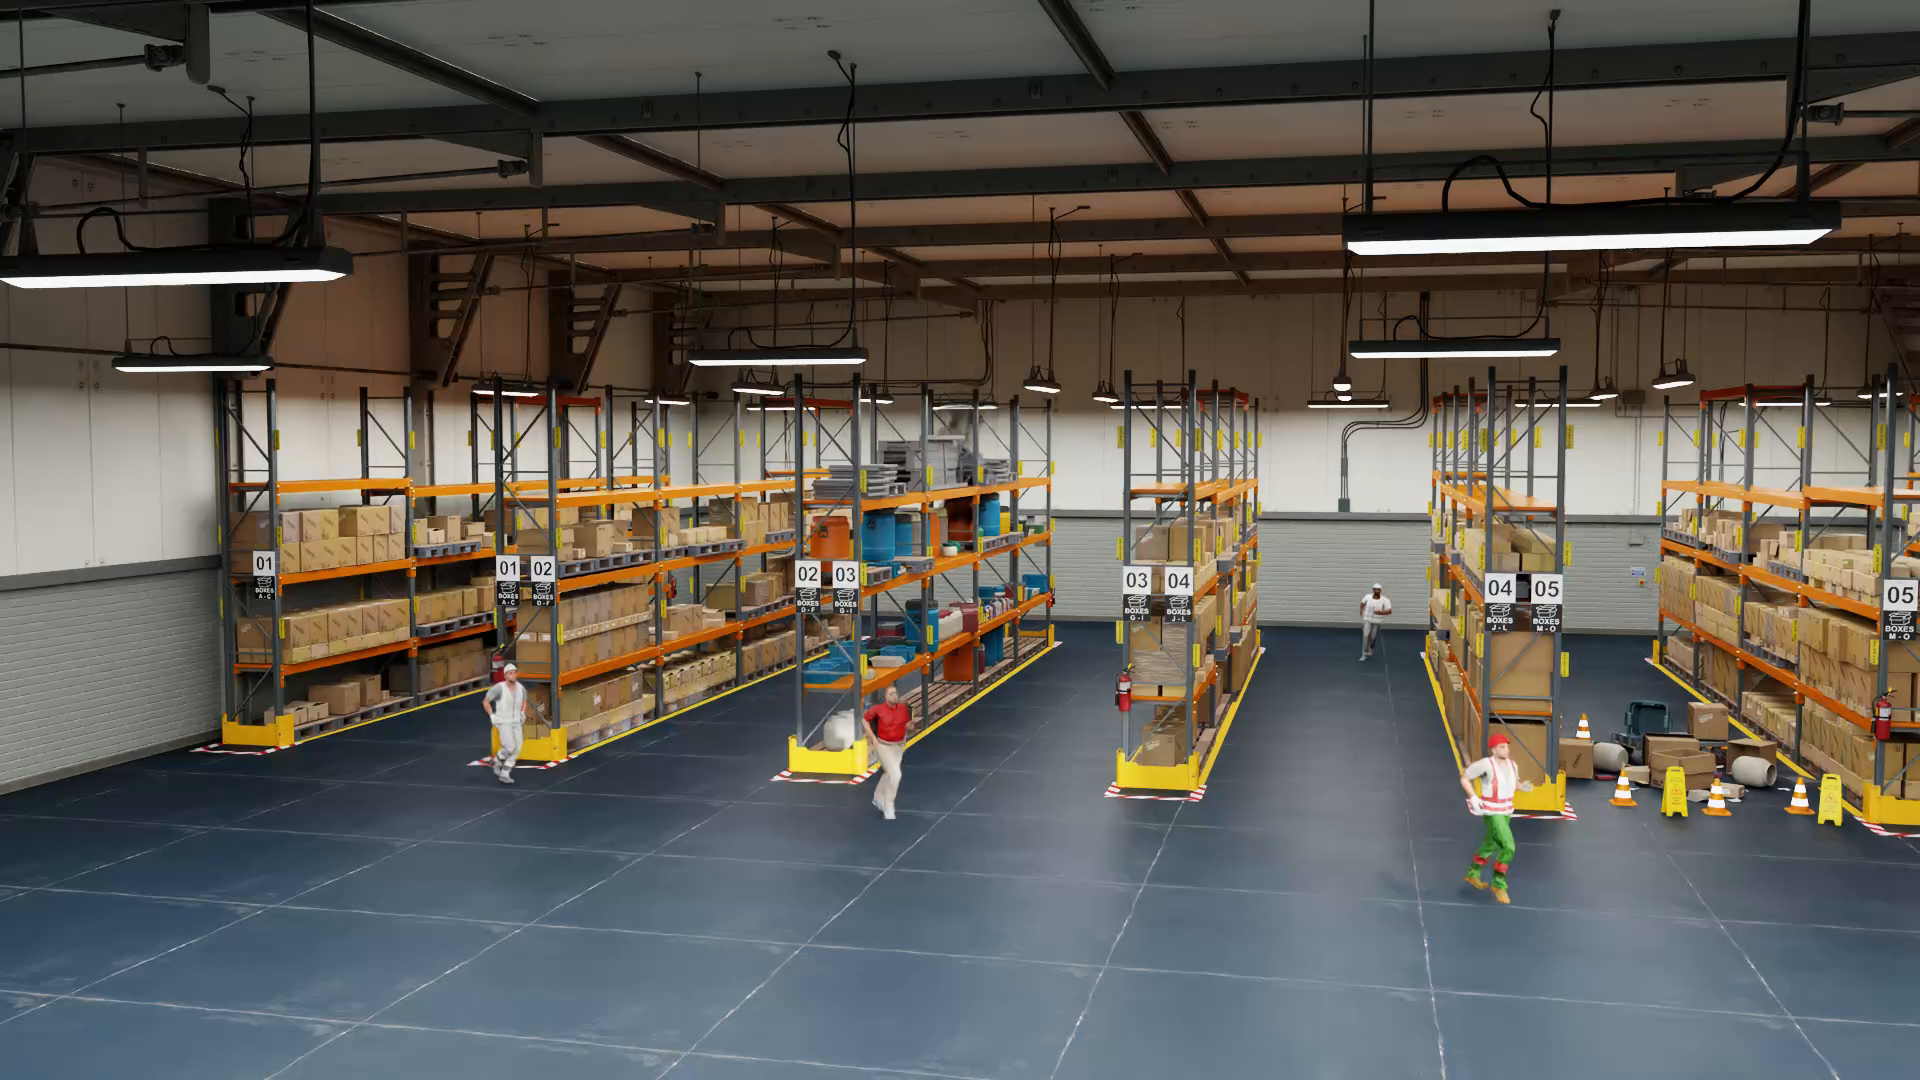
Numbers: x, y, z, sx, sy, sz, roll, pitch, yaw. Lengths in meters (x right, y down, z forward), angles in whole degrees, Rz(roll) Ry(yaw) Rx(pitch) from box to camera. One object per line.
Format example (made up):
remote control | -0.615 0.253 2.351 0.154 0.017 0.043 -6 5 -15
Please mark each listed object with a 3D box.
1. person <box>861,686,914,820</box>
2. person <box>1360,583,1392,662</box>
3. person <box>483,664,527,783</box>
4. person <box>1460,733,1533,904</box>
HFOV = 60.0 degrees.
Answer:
person | -0.906 2.837 22.170 0.624 1.805 0.764 -3 5 -41
person | 9.468 1.866 37.915 0.729 1.763 0.926 1 4 23
person | -6.595 2.677 24.286 0.548 1.747 0.654 3 5 44
person | 5.885 3.031 18.211 0.615 1.849 0.775 -2 4 -35
